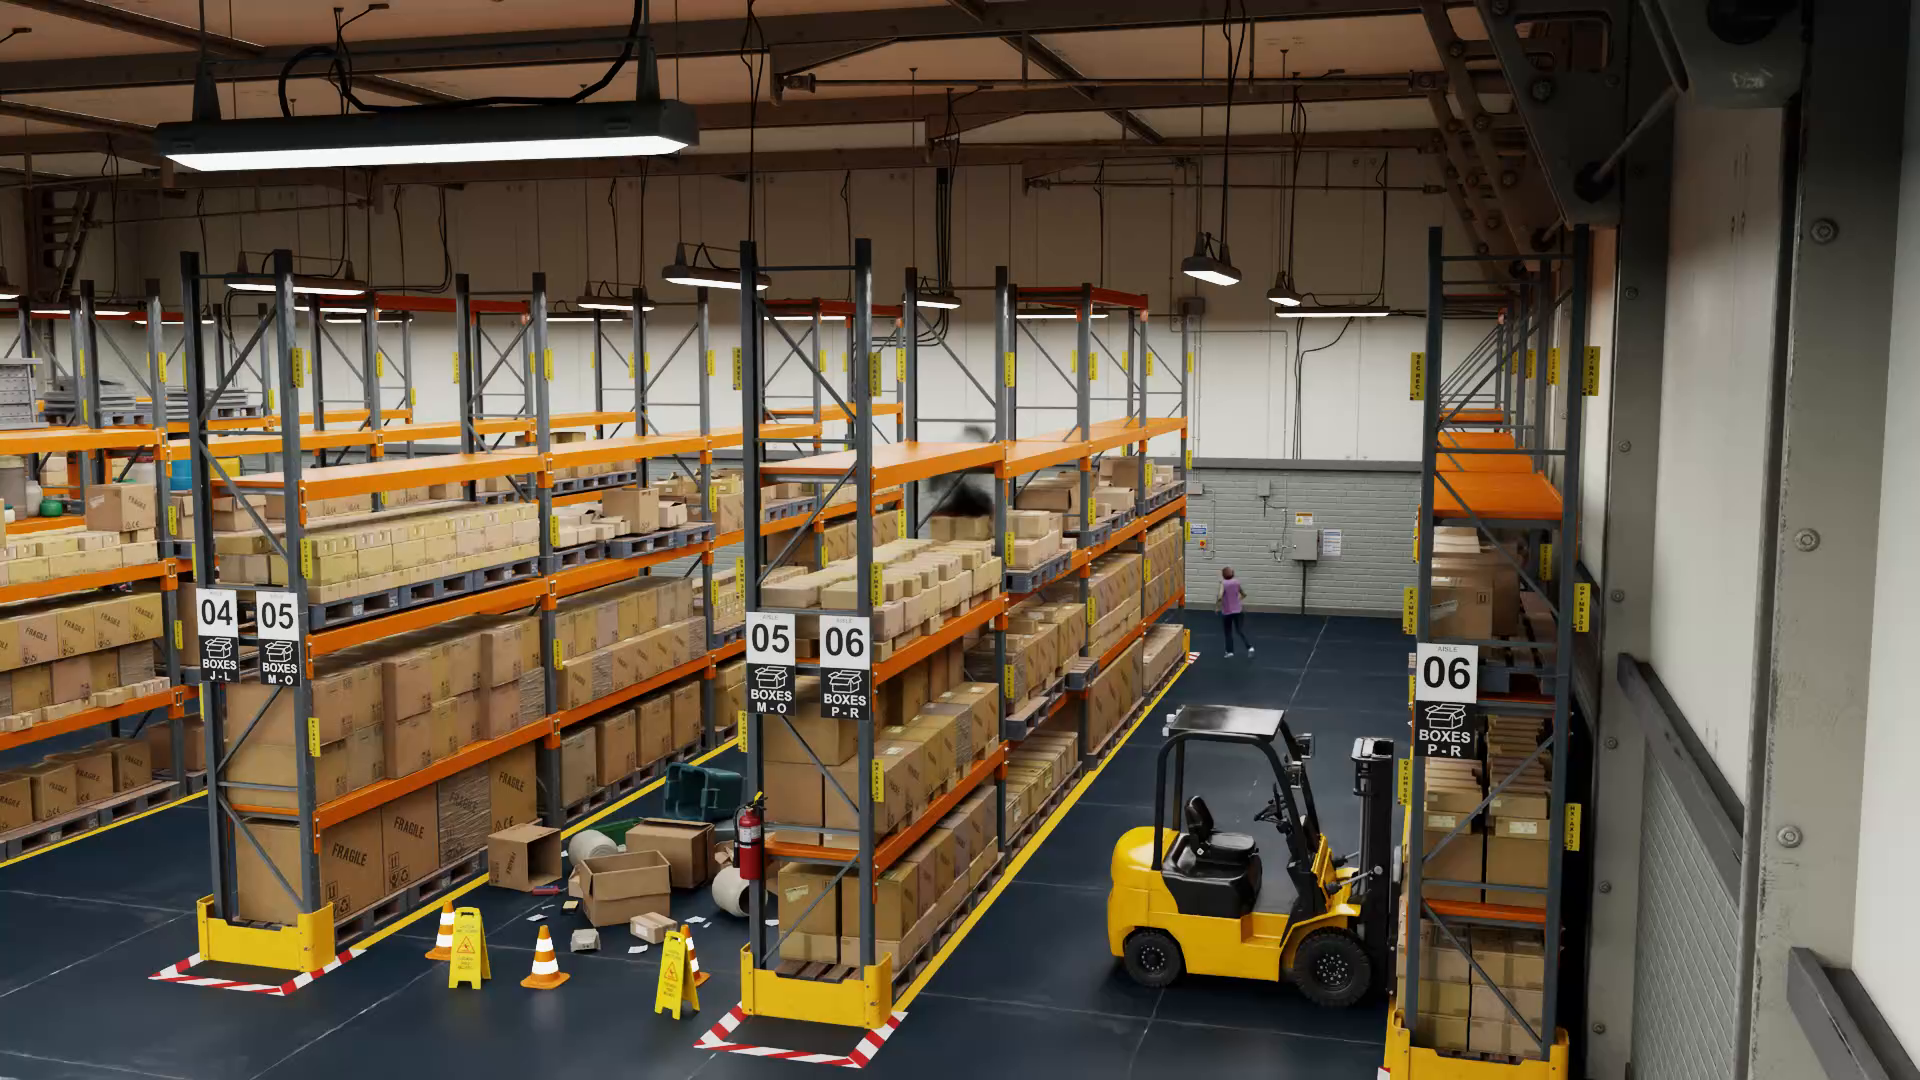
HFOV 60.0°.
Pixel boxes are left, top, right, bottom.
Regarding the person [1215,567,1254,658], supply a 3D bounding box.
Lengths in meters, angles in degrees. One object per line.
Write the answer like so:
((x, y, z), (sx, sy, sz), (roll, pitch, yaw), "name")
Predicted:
((4.554, 1.242, 28.022), (0.614, 1.593, 0.813), (-2, 7, -17), "person")
